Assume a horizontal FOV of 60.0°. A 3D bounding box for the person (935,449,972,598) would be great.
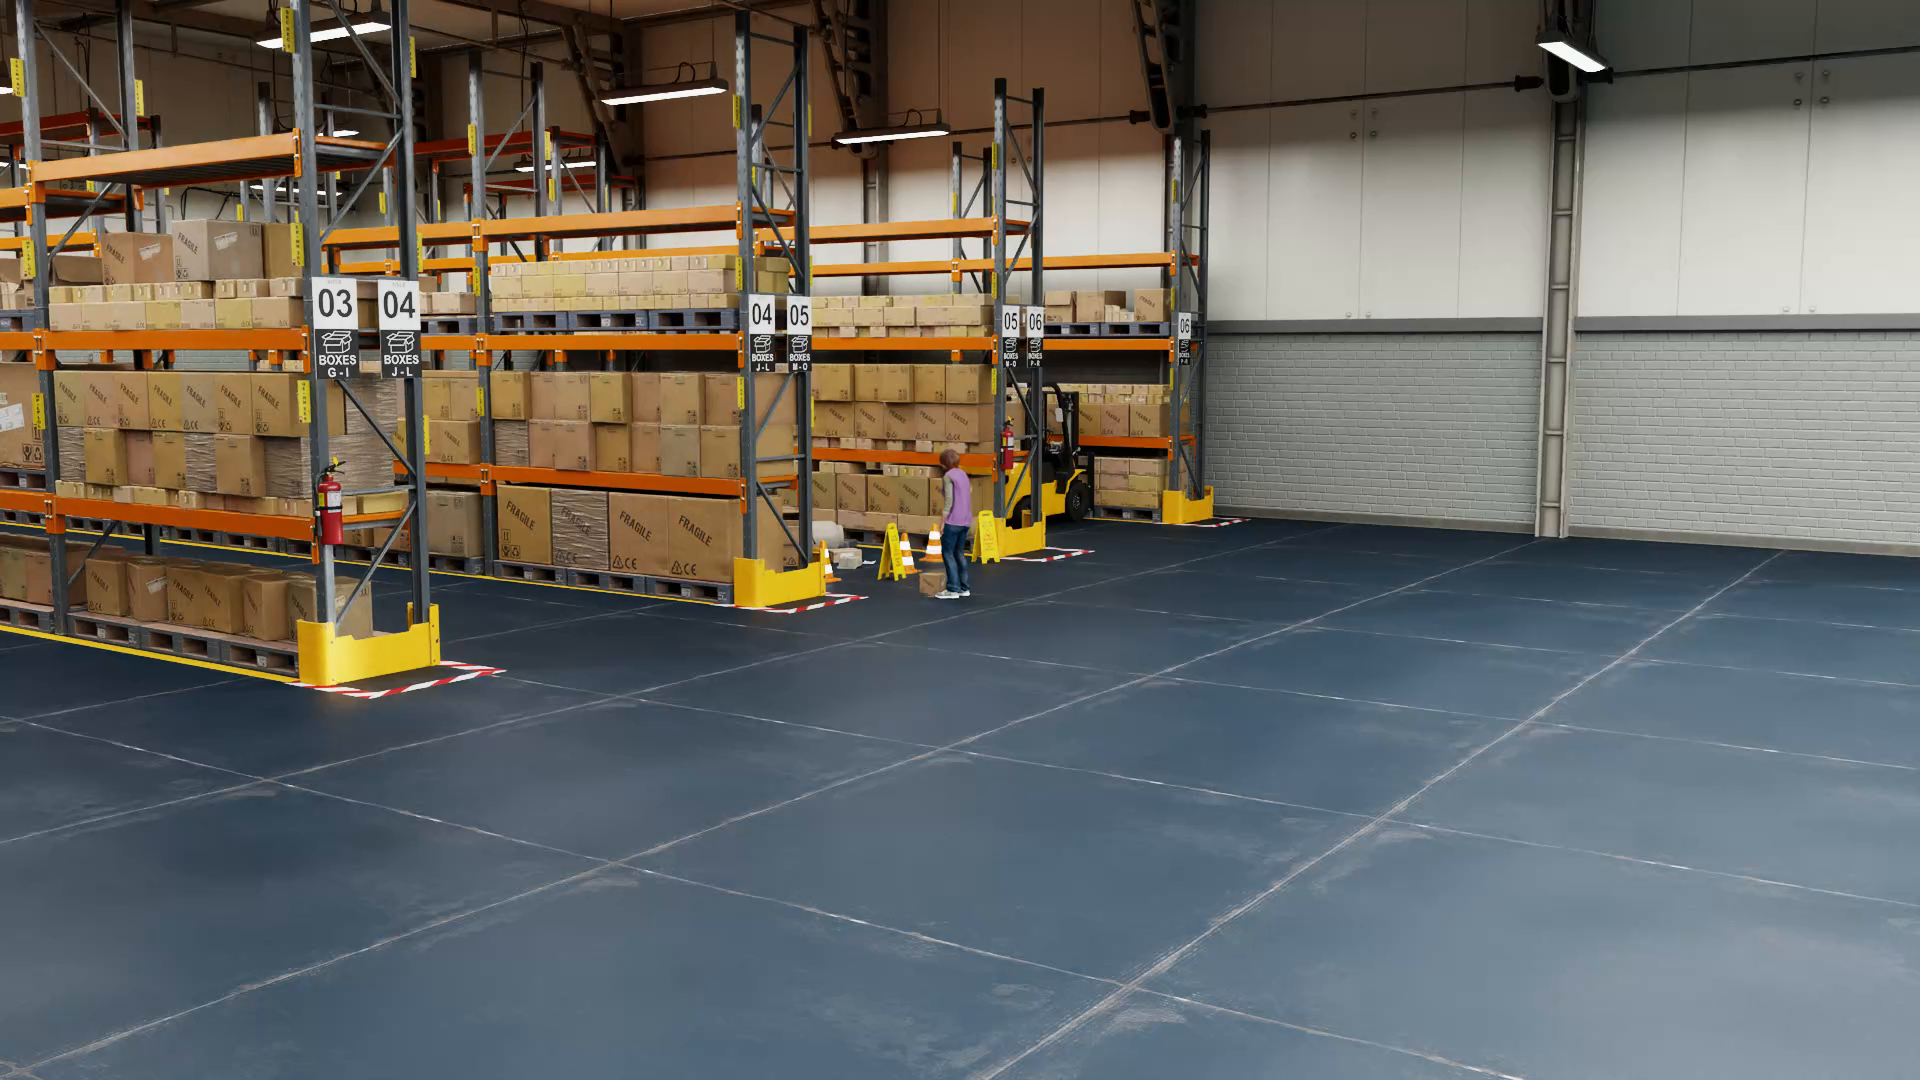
[{"bbox_3d":[-0.057,-0.174,17.720,0.341,1.593,0.461,4,8,32],"label":"person"}]
